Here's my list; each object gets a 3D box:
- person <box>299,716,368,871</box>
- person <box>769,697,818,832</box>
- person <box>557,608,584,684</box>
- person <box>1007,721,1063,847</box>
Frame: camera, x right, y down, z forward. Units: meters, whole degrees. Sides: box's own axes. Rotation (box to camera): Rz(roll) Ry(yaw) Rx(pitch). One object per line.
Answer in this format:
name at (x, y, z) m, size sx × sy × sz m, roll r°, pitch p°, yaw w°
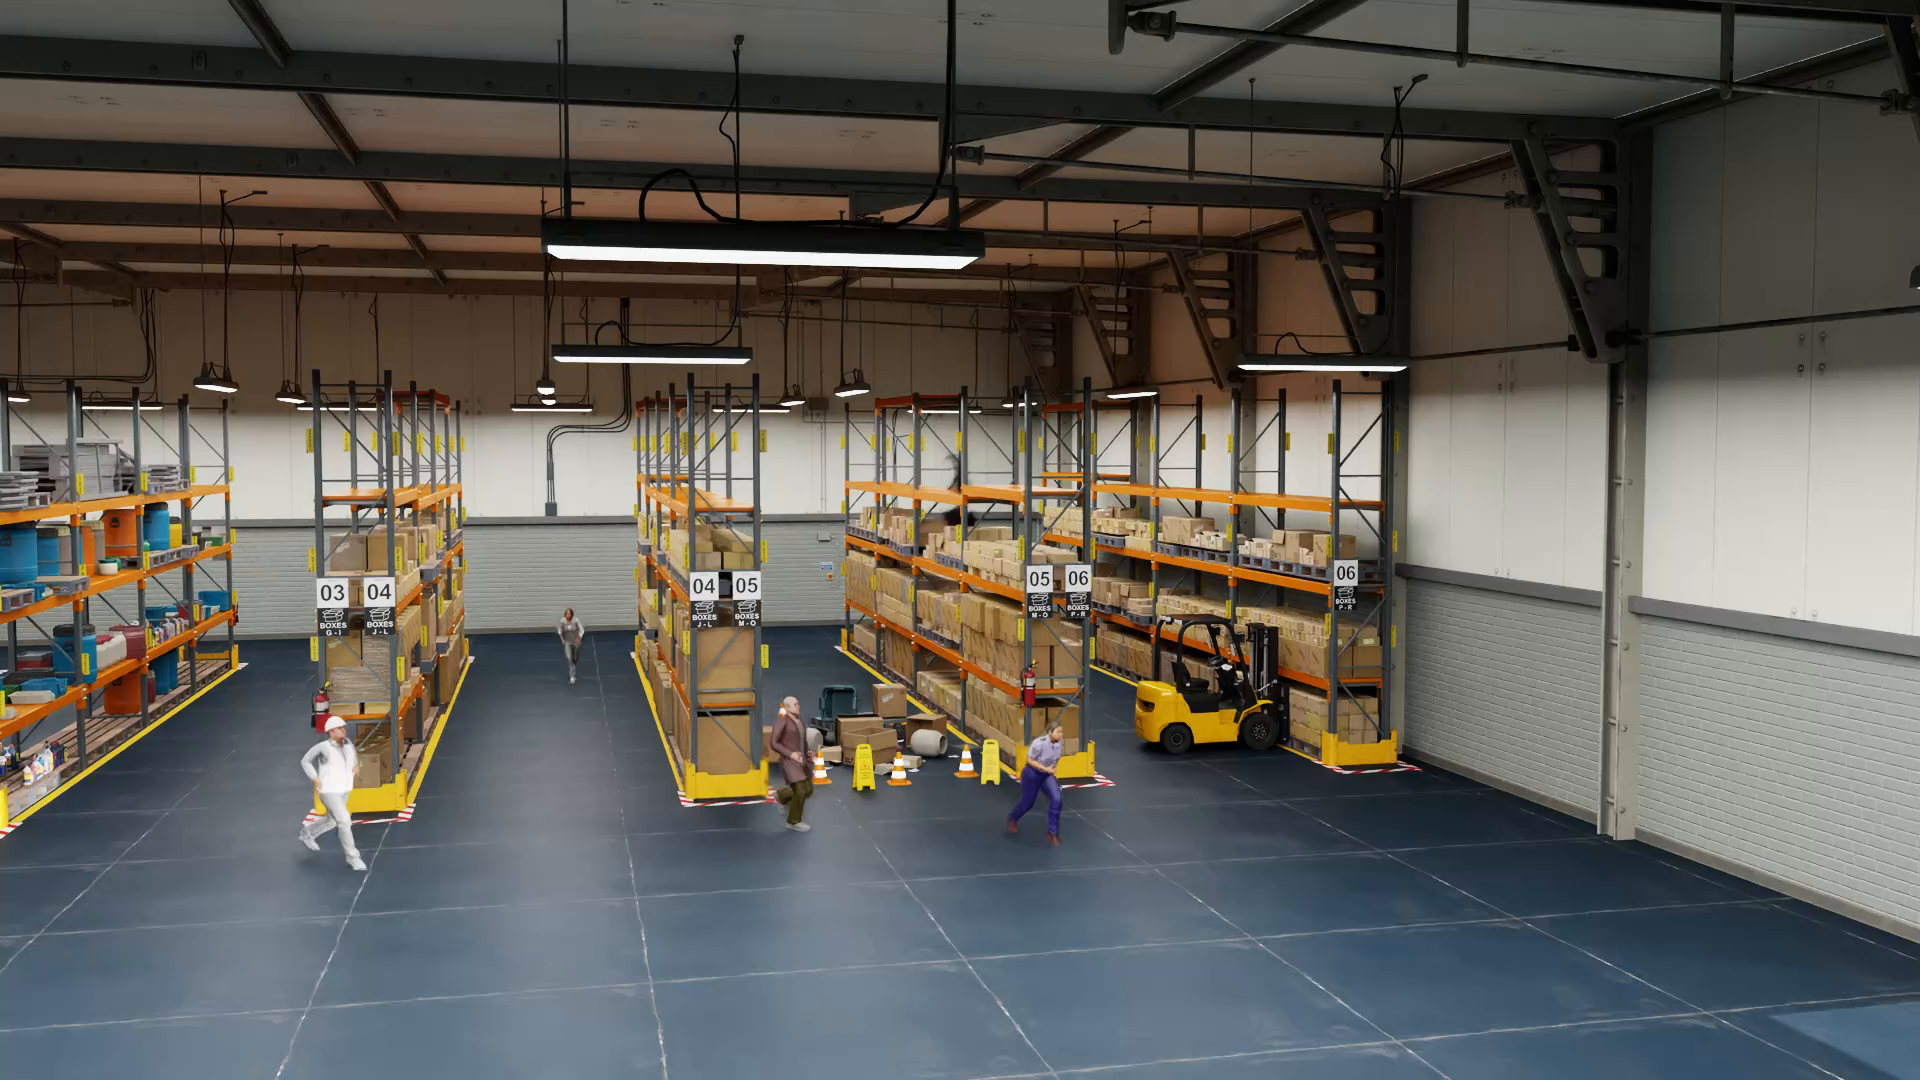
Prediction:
person at (-7.450, 2.994, 19.771) m, size 1.055 × 1.820 × 0.624 m, roll 1°, pitch 3°, yaw 18°
person at (-2.181, 2.898, 21.579) m, size 0.573 × 1.738 × 0.712 m, roll 2°, pitch 4°, yaw 29°
person at (-8.227, 2.220, 35.142) m, size 0.539 × 1.570 × 0.873 m, roll -1°, pitch 3°, yaw -13°
person at (0.959, 3.049, 20.998) m, size 0.649 × 1.592 × 0.960 m, roll -3°, pitch 4°, yaw -42°
